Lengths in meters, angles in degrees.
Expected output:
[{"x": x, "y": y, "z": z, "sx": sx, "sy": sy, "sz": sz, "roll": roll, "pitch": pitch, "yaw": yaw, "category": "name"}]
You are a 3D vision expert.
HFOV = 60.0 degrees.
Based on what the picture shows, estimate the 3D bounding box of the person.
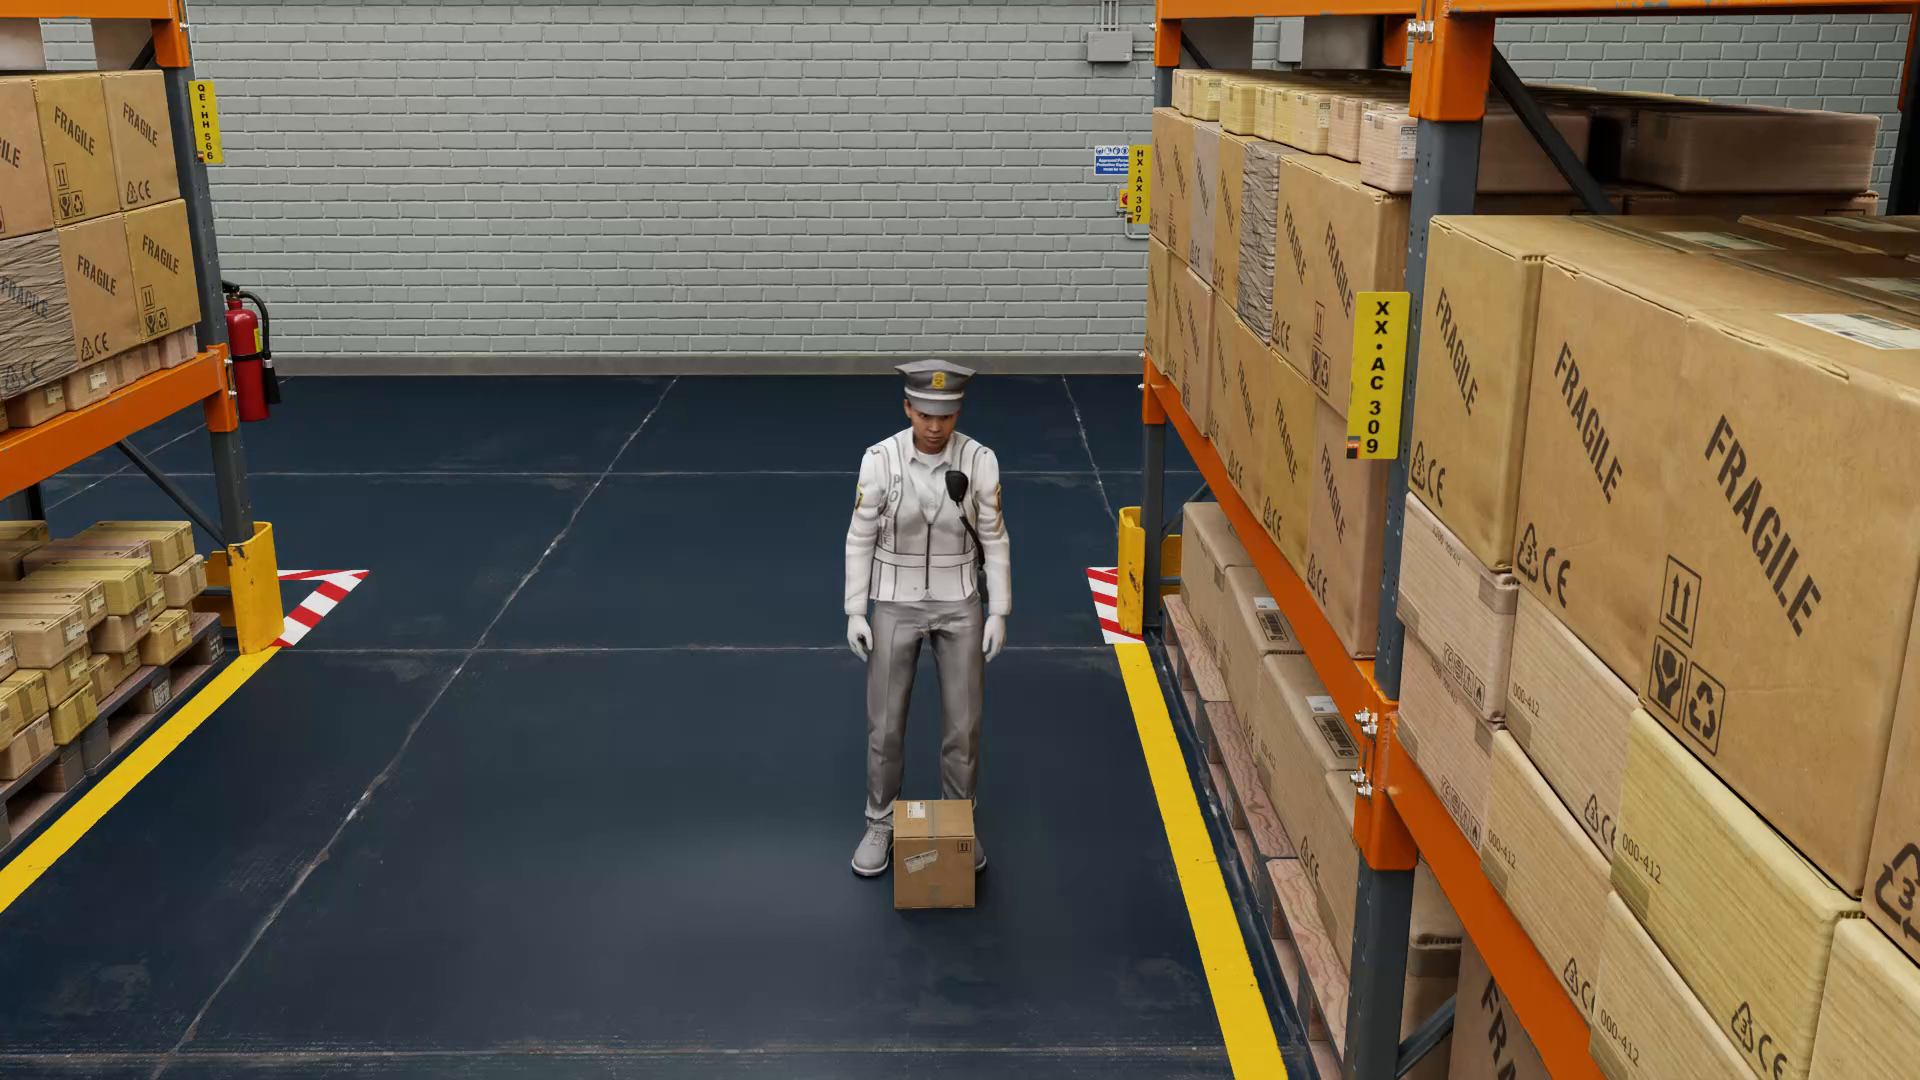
[{"x": -0.101, "y": 0.241, "z": 5.263, "sx": 0.528, "sy": 1.663, "sz": 0.372, "roll": -1, "pitch": 17, "yaw": -3, "category": "person"}]
